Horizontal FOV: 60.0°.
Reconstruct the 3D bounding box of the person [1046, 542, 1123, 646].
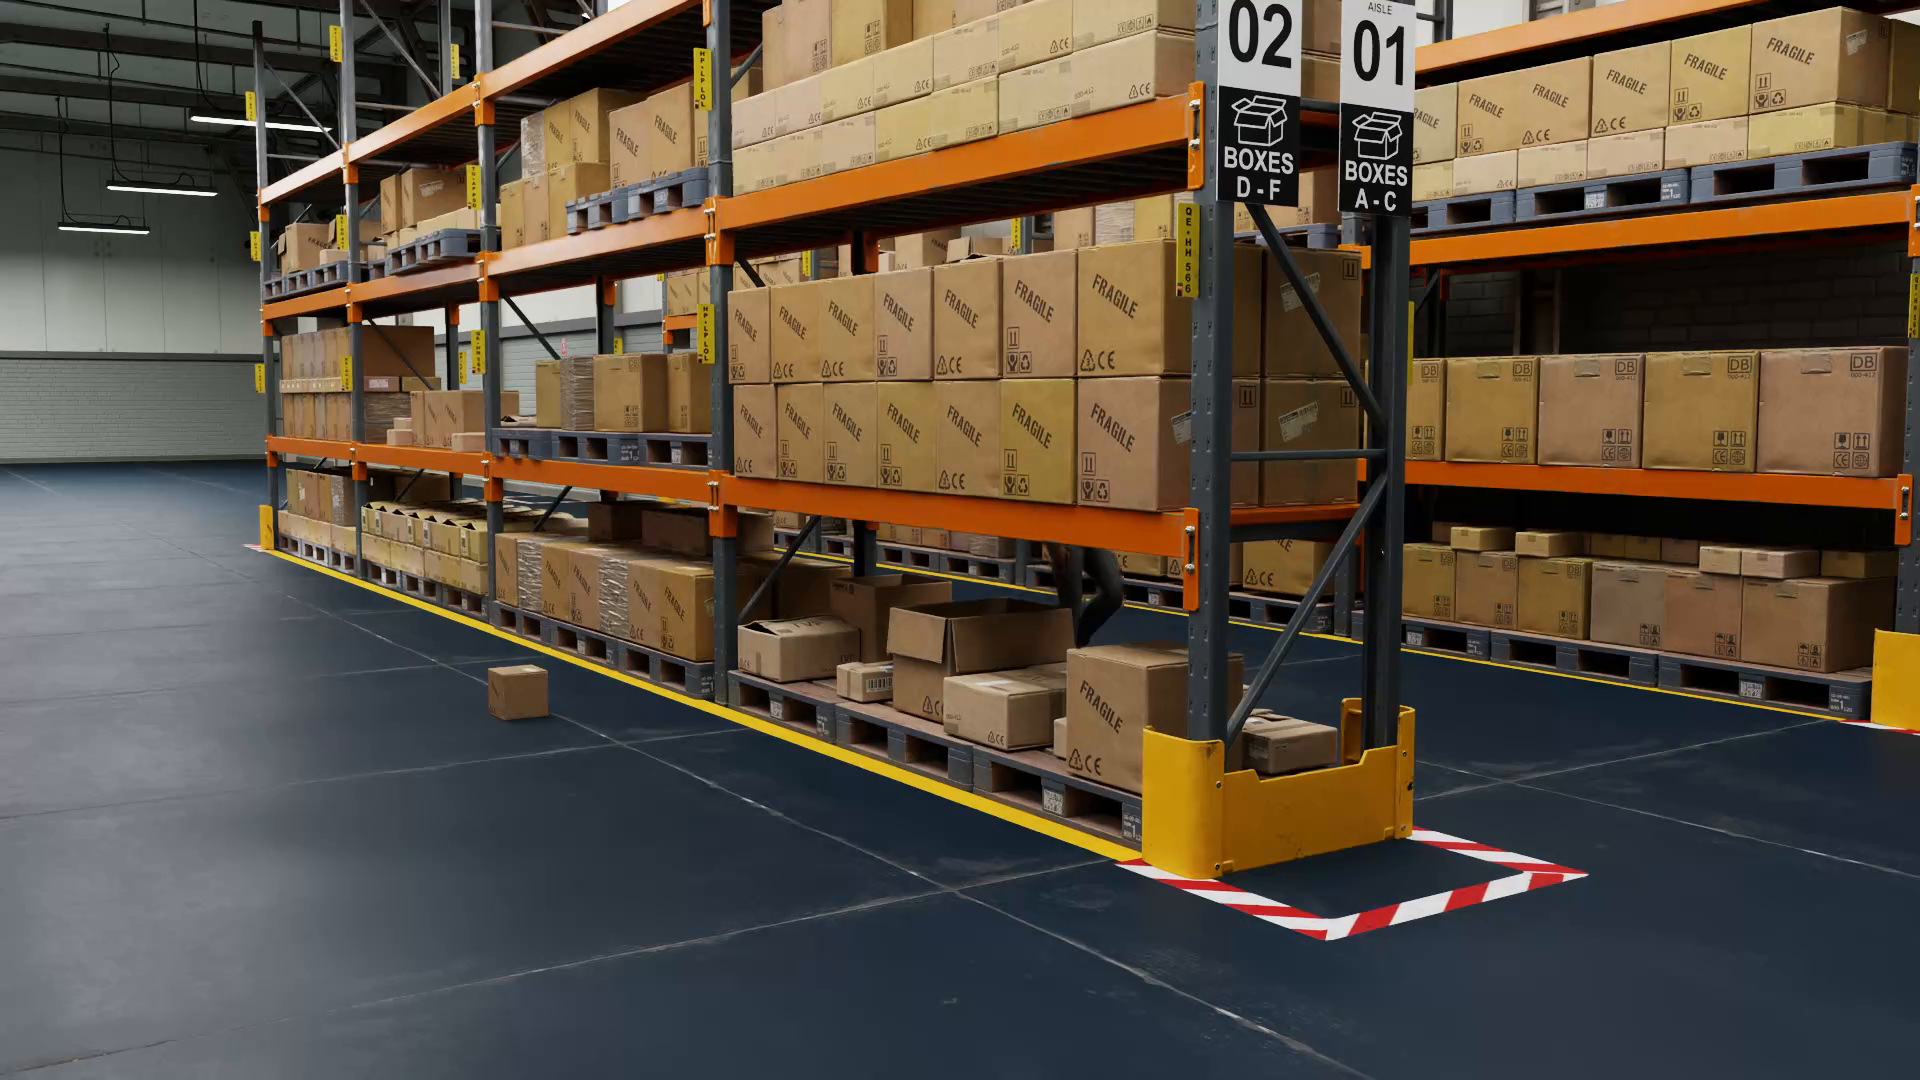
[{"bbox_3d":[0.743,-0.023,10.122,0.486,1.579,0.409,-3,6,-33],"label":"person"}]
